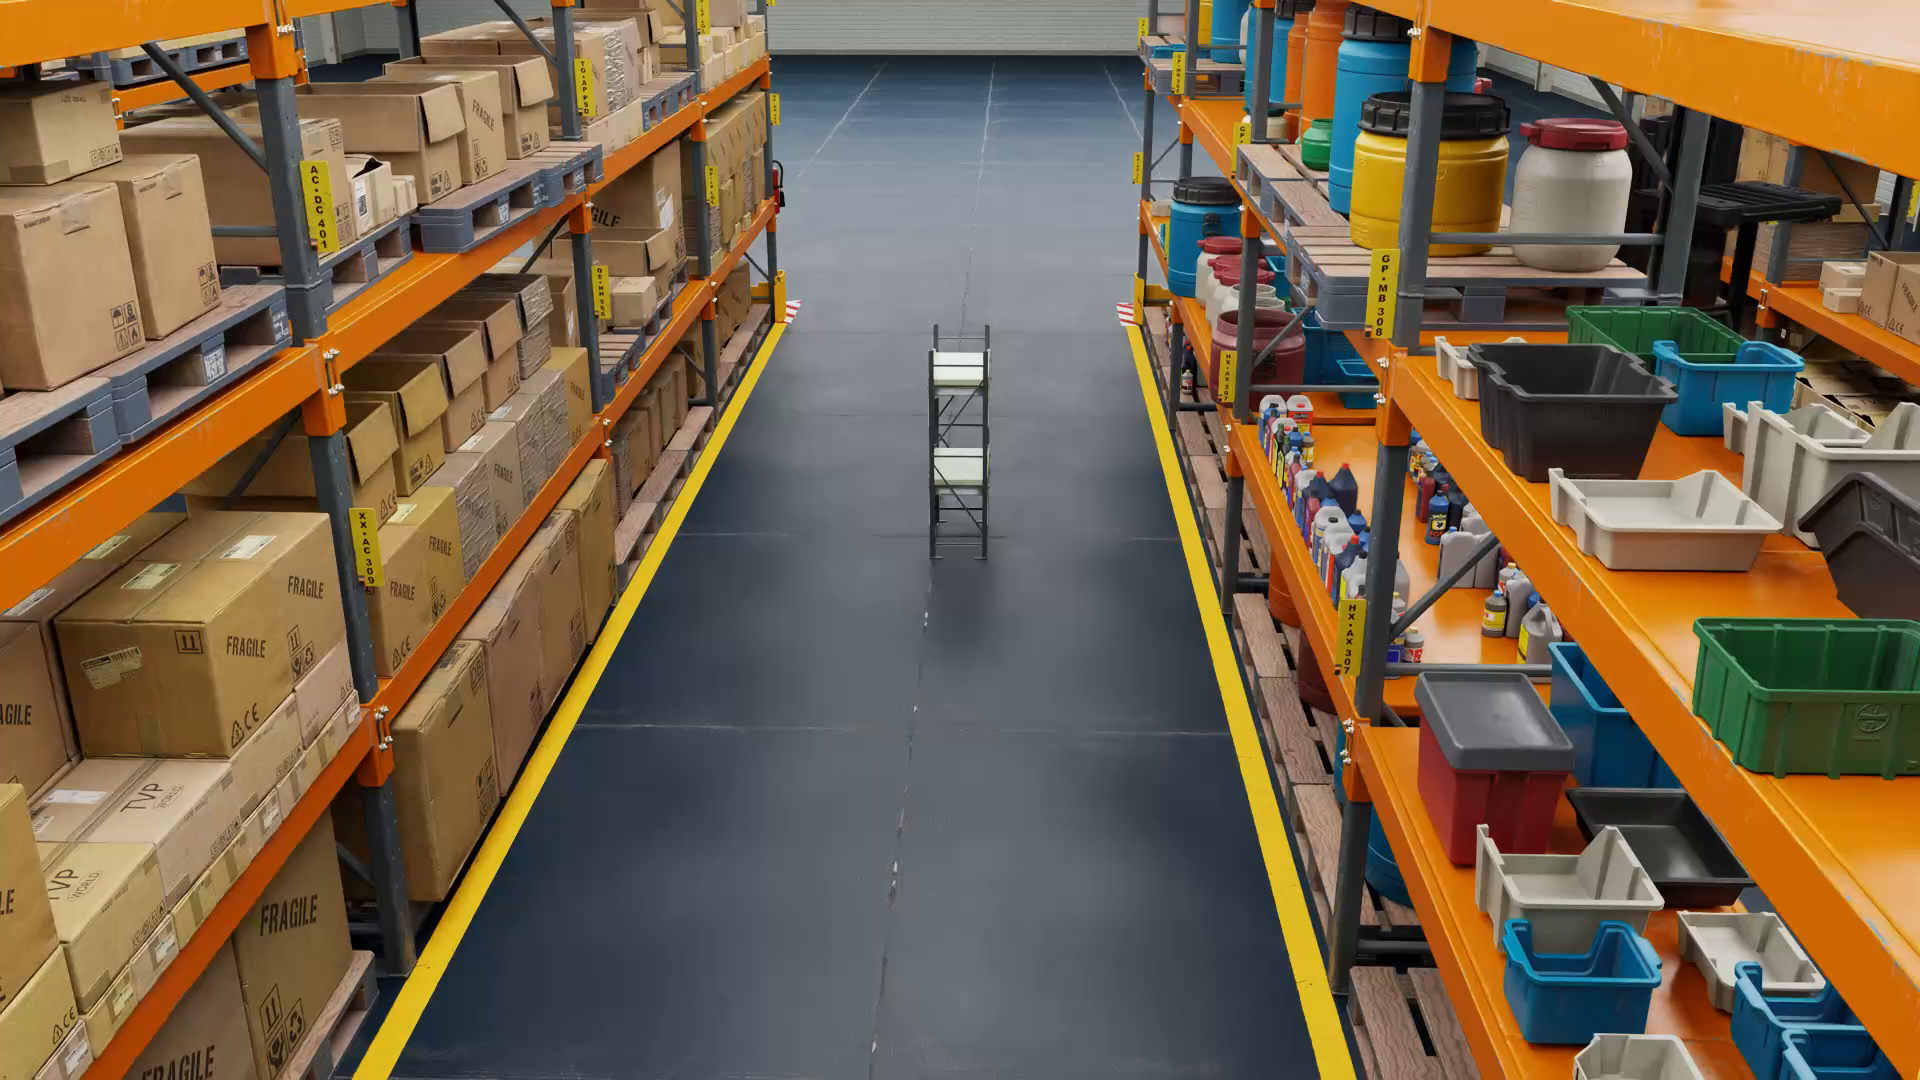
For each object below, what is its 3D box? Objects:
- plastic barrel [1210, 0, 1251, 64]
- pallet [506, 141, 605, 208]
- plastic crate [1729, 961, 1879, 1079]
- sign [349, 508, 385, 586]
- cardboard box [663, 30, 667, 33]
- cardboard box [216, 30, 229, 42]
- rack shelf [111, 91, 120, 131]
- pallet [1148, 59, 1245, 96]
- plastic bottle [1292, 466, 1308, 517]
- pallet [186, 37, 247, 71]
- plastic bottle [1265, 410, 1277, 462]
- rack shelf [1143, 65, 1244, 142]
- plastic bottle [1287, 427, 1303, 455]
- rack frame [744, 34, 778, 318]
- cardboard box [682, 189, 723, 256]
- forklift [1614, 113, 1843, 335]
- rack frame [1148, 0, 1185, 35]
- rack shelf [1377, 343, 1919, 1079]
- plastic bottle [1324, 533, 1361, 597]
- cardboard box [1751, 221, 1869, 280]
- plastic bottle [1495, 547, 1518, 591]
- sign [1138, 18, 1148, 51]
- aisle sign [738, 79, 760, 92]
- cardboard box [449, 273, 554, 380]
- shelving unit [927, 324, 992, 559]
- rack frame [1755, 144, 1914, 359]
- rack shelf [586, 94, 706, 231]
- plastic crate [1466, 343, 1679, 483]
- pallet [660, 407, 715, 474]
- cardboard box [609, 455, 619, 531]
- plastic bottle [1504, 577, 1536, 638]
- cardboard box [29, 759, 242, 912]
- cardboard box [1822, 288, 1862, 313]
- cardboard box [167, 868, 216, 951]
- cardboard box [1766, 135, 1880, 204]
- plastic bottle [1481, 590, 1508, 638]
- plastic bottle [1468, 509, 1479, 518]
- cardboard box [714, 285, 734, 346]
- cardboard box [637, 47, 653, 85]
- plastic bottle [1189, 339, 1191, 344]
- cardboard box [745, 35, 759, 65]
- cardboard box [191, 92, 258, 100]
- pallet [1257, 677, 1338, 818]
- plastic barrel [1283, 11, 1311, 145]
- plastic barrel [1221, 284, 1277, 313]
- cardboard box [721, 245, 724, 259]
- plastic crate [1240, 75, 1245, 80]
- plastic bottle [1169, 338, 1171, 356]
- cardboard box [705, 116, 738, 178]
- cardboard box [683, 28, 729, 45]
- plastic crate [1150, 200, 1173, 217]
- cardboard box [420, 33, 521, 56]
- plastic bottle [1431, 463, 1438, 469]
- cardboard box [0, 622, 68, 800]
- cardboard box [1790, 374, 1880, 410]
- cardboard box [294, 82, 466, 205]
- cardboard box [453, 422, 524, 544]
[{"bbox_3d":[2.458,-4.560,14.214,0.600,0.901,0.708,1,21,2],"label":"plastic barrel"},{"bbox_3d":[-2.718,-2.059,9.302,1.213,0.211,1.003,2,21,4],"label":"pallet"},{"bbox_3d":[2.342,1.345,4.564,0.416,0.233,0.300,1,21,2],"label":"plastic crate"},{"bbox_3d":[-2.318,0.030,6.500,0.100,0.325,0.005,1,21,2],"label":"sign"},{"bbox_3d":[-2.874,-4.540,15.092,0.380,0.149,0.250,2,21,4],"label":"cardboard box"},{"bbox_3d":[-7.181,-4.814,15.770,0.380,0.149,0.250,1,21,2],"label":"cardboard box"},{"bbox_3d":[-7.645,-2.859,12.098,1.077,0.370,4.000,1,21,2],"label":"rack shelf"},{"bbox_3d":[2.245,-3.946,14.166,1.213,0.211,1.003,1,21,2],"label":"pallet"},{"bbox_3d":[1.797,-0.255,8.718,0.097,0.271,0.097,0,21,0],"label":"plastic bottle"},{"bbox_3d":[-7.509,-4.612,15.744,1.003,0.211,1.213,1,21,2],"label":"pallet"},{"bbox_3d":[1.807,-0.602,9.594,0.061,0.283,0.133,1,21,2],"label":"plastic bottle"},{"bbox_3d":[2.382,-4.160,15.451,1.077,0.370,4.000,1,21,2],"label":"rack shelf"},{"bbox_3d":[1.879,-0.505,9.361,0.097,0.271,0.097,0,21,0],"label":"plastic bottle"},{"bbox_3d":[-2.508,-3.874,17.867,1.000,3.000,0.127,1,21,2],"label":"rack frame"},{"bbox_3d":[-2.554,-2.775,14.485,0.875,0.500,0.500,1,21,2],"label":"cardboard box"},{"bbox_3d":[5.158,-1.373,11.516,1.130,2.935,3.031,-9,23,-21],"label":"forklift"},{"bbox_3d":[2.443,-6.617,16.641,1.000,3.000,0.127,1,21,2],"label":"rack frame"},{"bbox_3d":[2.017,0.179,4.268,1.077,0.370,4.000,1,21,2],"label":"rack shelf"},{"bbox_3d":[1.793,0.116,7.754,0.152,0.276,0.135,1,21,2],"label":"plastic bottle"},{"bbox_3d":[7.279,-2.525,14.251,0.700,0.500,0.500,0,21,0],"label":"cardboard box"},{"bbox_3d":[2.542,0.124,7.723,0.061,0.283,0.133,1,21,2],"label":"plastic bottle"},{"bbox_3d":[1.893,-5.230,17.202,0.100,0.325,0.005,1,21,2],"label":"sign"},{"bbox_3d":[-2.206,-5.105,17.446,0.394,0.787,0.004,1,21,2],"label":"aisle sign"},{"bbox_3d":[-2.790,-1.232,9.532,0.797,0.503,0.637,1,21,3],"label":"cardboard box"},{"bbox_3d":[0.000,-0.702,11.764,0.431,1.500,0.755,1,21,2],"label":"shelving unit"},{"bbox_3d":[7.272,-2.318,13.855,1.000,3.000,0.127,1,21,2],"label":"rack frame"},{"bbox_3d":[-2.691,-2.768,11.864,1.077,0.370,4.000,1,21,2],"label":"rack shelf"},{"bbox_3d":[1.766,-0.372,4.876,0.497,0.269,0.590,1,21,2],"label":"plastic crate"},{"bbox_3d":[-2.652,-0.846,13.919,1.003,0.211,1.213,1,21,2],"label":"pallet"},{"bbox_3d":[-2.751,-0.264,11.410,0.700,0.500,0.500,0,21,-1],"label":"cardboard box"},{"bbox_3d":[2.484,0.281,7.328,0.152,0.276,0.135,1,21,2],"label":"plastic bottle"},{"bbox_3d":[-2.653,0.930,5.281,0.500,0.250,0.500,1,21,3],"label":"cardboard box"},{"bbox_3d":[7.041,-1.882,13.081,0.380,0.149,0.250,1,21,2],"label":"cardboard box"},{"bbox_3d":[-2.594,1.160,5.239,0.380,0.149,0.250,0,21,1],"label":"cardboard box"},{"bbox_3d":[7.279,-3.130,14.016,0.700,0.500,0.500,1,21,2],"label":"cardboard box"},{"bbox_3d":[2.358,0.322,7.328,0.097,0.201,0.097,0,21,0],"label":"plastic bottle"},{"bbox_3d":[2.539,-0.044,8.175,0.097,0.271,0.097,0,21,0],"label":"plastic bottle"},{"bbox_3d":[-2.566,-2.236,16.521,0.500,0.500,0.500,3,21,7],"label":"cardboard box"},{"bbox_3d":[-2.558,-3.619,12.667,0.396,0.266,0.258,1,21,4],"label":"cardboard box"},{"bbox_3d":[2.183,-1.792,15.648,0.061,0.283,0.133,1,21,2],"label":"plastic bottle"},{"bbox_3d":[-2.281,-4.845,16.430,0.500,0.250,0.500,1,21,2],"label":"cardboard box"},{"bbox_3d":[-7.513,-4.405,17.535,0.875,0.550,0.550,1,21,2],"label":"cardboard box"},{"bbox_3d":[2.177,1.098,8.907,1.003,0.211,1.213,1,21,2],"label":"pallet"},{"bbox_3d":[2.461,-3.057,11.020,0.600,0.830,0.708,1,21,2],"label":"plastic barrel"},{"bbox_3d":[2.030,-1.506,11.609,0.421,0.512,0.421,0,21,0],"label":"plastic barrel"},{"bbox_3d":[-2.322,-2.566,14.843,0.380,0.149,0.250,1,21,2],"label":"cardboard box"},{"bbox_3d":[2.641,-4.241,14.958,0.336,0.188,0.450,1,21,2],"label":"plastic crate"},{"bbox_3d":[2.059,-1.872,15.968,0.097,0.201,0.097,0,21,0],"label":"plastic bottle"},{"bbox_3d":[-2.333,-3.601,15.231,0.500,0.500,0.500,1,21,2],"label":"cardboard box"},{"bbox_3d":[-2.336,-4.622,15.303,0.380,0.149,0.250,1,21,3],"label":"cardboard box"},{"bbox_3d":[2.094,-3.377,16.950,0.298,0.136,0.250,1,21,2],"label":"plastic crate"},{"bbox_3d":[-2.987,-2.835,10.213,0.500,0.500,0.500,1,21,3],"label":"cardboard box"},{"bbox_3d":[2.564,-0.312,8.962,0.097,0.201,0.097,0,21,0],"label":"plastic bottle"},{"bbox_3d":[-3.177,0.583,5.140,0.500,0.500,0.500,0,21,0],"label":"cardboard box"},{"bbox_3d":[6.990,-1.165,13.331,0.500,0.311,0.500,0,21,1],"label":"cardboard box"},{"bbox_3d":[-2.792,-1.885,7.871,0.797,0.503,0.637,0,21,1],"label":"cardboard box"},{"bbox_3d":[-2.569,-0.295,8.505,0.500,0.500,0.500,1,21,3],"label":"cardboard box"}]
